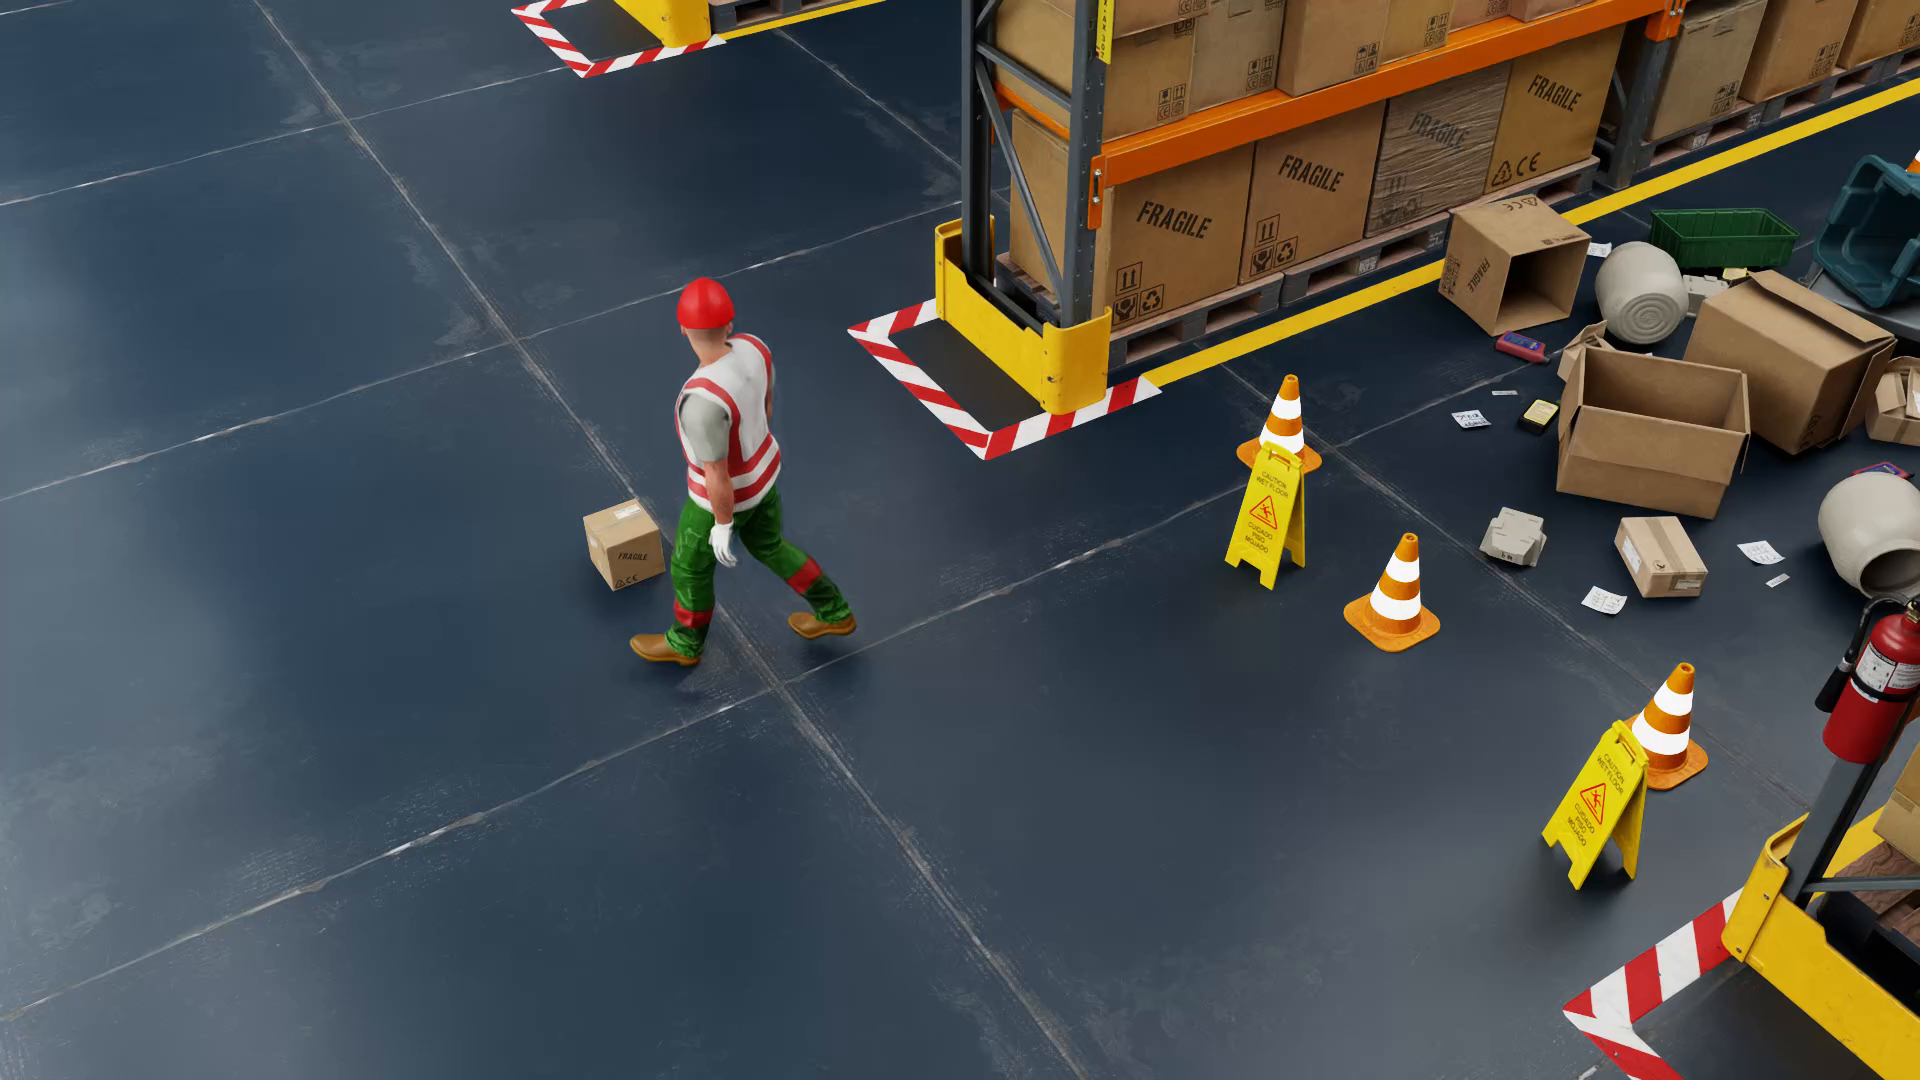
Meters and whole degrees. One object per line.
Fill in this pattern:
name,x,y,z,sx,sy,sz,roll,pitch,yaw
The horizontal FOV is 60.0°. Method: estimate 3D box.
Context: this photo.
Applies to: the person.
person,-0.892,-0.216,6.393,0.871,1.764,0.588,13,42,15
